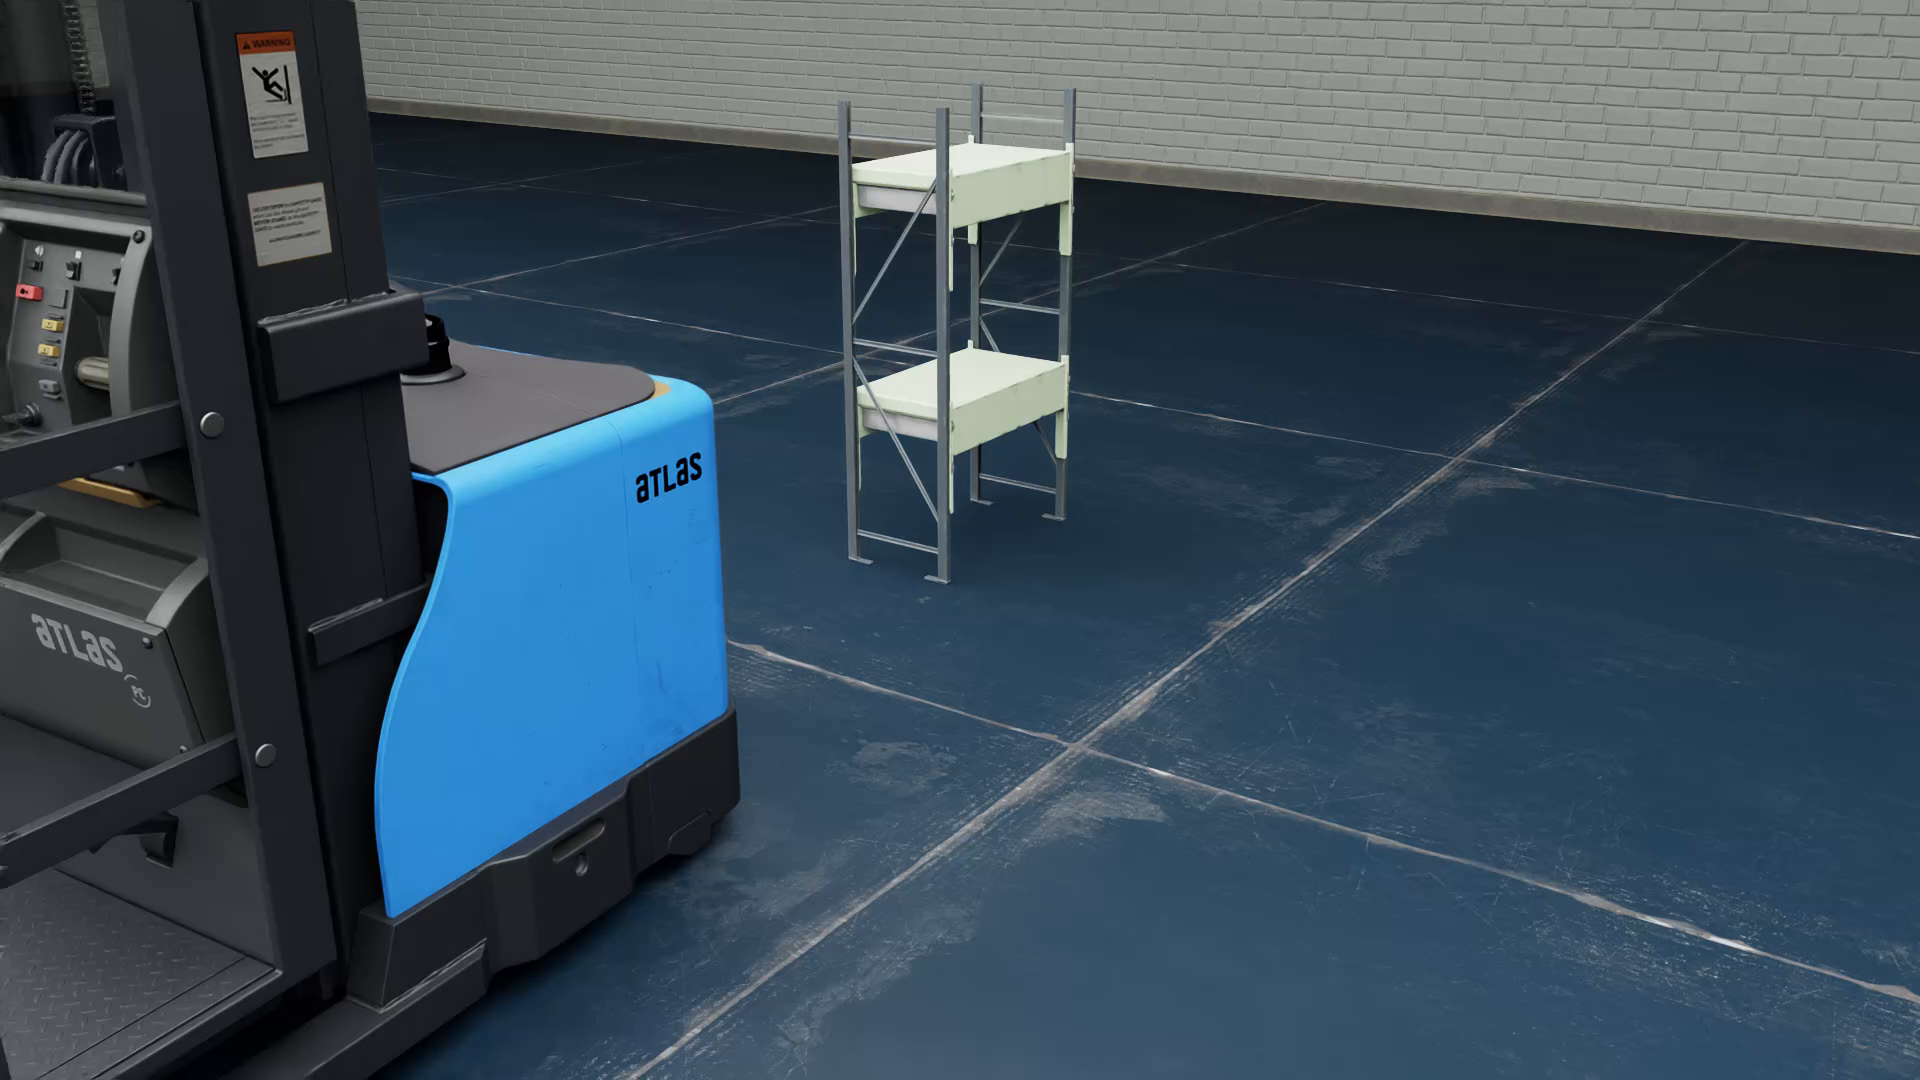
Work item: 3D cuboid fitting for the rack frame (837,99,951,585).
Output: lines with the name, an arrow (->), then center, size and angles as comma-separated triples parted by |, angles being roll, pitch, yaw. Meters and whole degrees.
rack frame -> -0.202, -0.600, 5.226 | 0.400, 1.500, 0.023 | 13, 24, 32

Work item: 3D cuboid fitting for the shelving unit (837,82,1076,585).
shelving unit -> 0.004, -0.705, 5.510 | 0.431, 1.500, 0.755 | 13, 24, 32

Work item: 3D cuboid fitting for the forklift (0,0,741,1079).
forklift -> -1.698, -0.351, 2.488 | 1.130, 2.935, 3.031 | 12, 23, 28

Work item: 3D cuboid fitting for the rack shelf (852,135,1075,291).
rack shelf -> 0.004, -1.071, 5.375 | 0.431, 0.370, 0.720 | 13, 24, 32

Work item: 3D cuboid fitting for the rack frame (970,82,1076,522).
rack frame -> 0.209, -0.810, 5.794 | 0.400, 1.500, 0.023 | 13, 24, 32

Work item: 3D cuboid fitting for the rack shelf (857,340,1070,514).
rack shelf -> 0.004, -0.400, 5.623 | 0.431, 0.370, 0.720 | 13, 24, 32
